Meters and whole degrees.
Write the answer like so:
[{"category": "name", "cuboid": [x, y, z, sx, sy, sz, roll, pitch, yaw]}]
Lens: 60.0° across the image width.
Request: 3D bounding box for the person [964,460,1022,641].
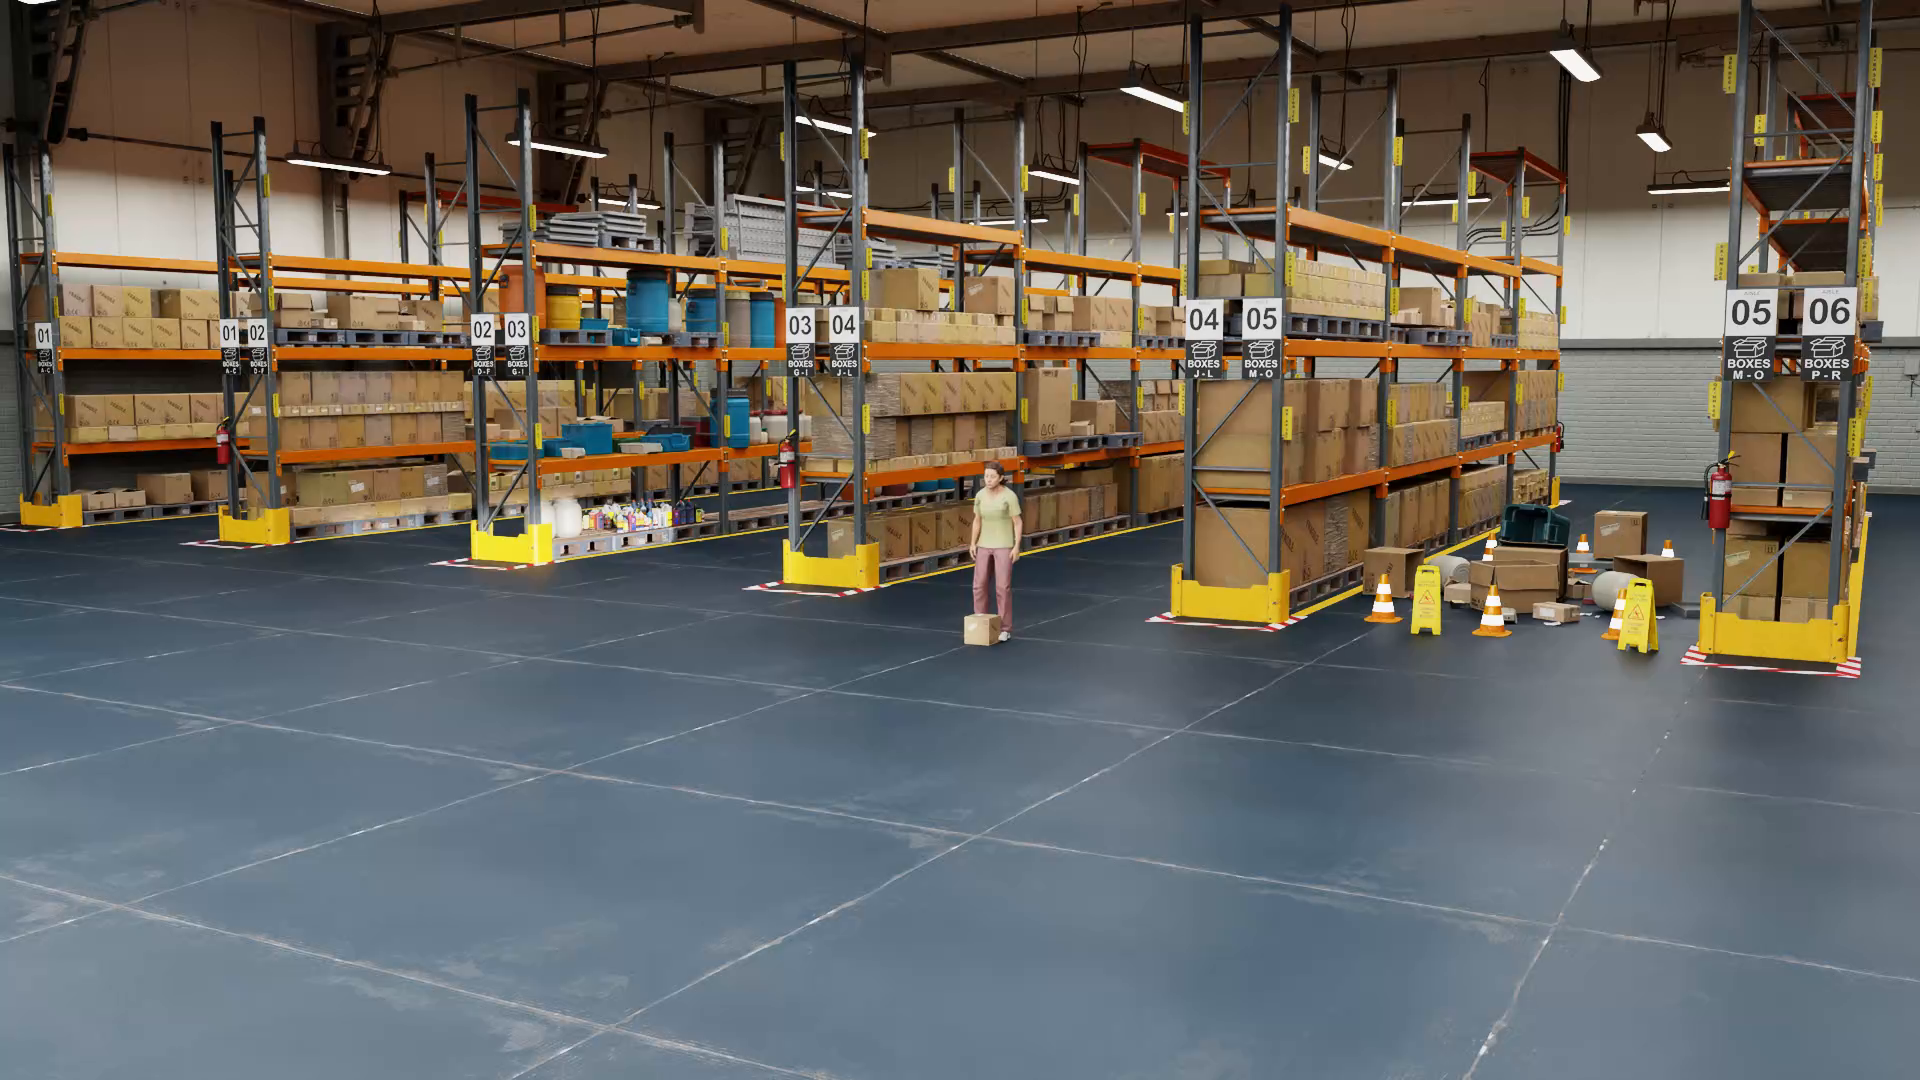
[{"category": "person", "cuboid": [0.323, 0.092, 15.457, 0.505, 1.672, 0.351, 3, 7, 28]}]
